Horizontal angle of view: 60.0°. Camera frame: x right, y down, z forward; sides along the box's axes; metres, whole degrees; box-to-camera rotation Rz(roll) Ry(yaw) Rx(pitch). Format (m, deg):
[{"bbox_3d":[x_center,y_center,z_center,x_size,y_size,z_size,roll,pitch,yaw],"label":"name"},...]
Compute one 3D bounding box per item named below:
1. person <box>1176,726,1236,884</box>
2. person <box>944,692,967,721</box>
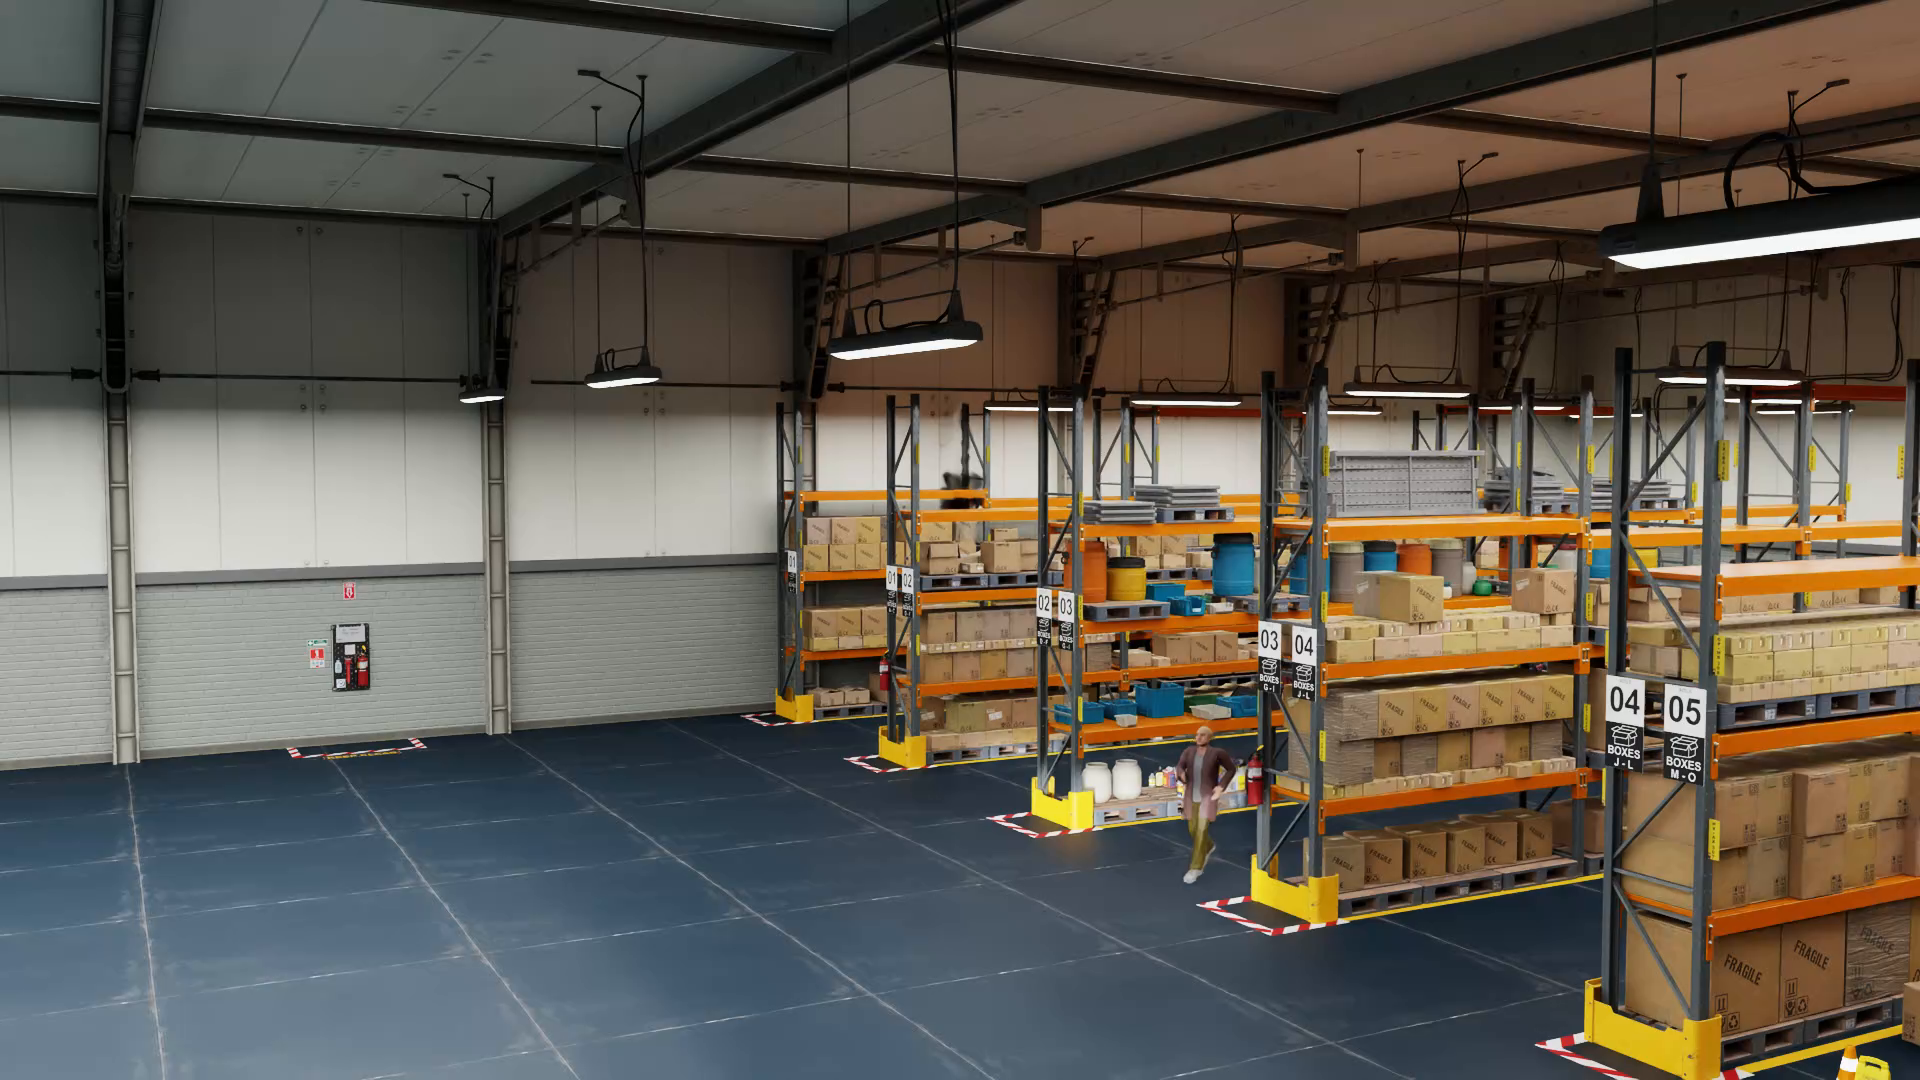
[{"bbox_3d":[2.896,3.140,19.988,0.716,1.798,0.946,3,4,38],"label":"person"},{"bbox_3d":[-0.067,2.341,30.126,0.942,1.844,0.658,-3,4,-40],"label":"person"}]
